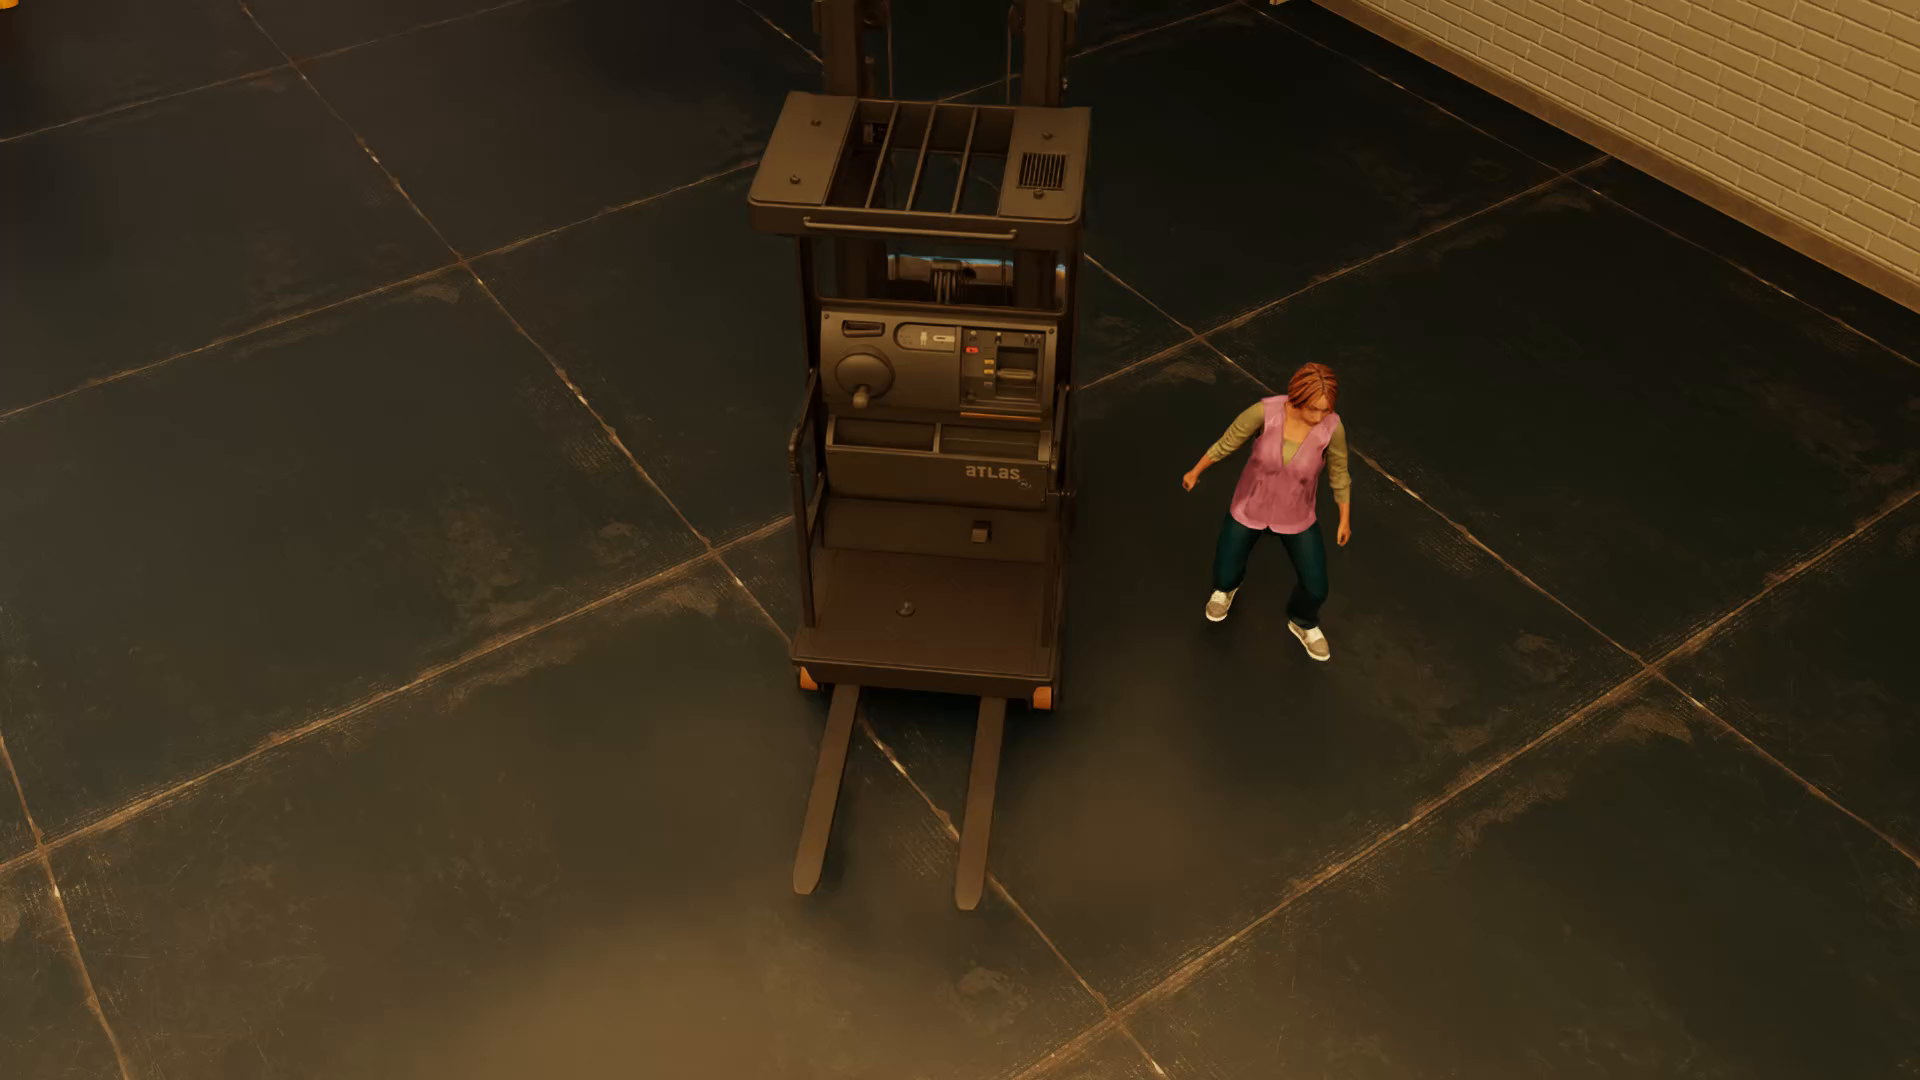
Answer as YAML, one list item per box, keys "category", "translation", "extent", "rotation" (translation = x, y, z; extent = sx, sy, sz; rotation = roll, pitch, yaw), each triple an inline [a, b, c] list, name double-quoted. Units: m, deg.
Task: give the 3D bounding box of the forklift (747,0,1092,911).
- category: "forklift"
  translation: [-0.108, -0.605, 6.372]
  extent: [1.130, 2.935, 3.031]
  rotation: [4, 43, 5]

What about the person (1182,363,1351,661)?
- category: "person"
  translation: [1.295, -0.175, 6.950]
  extent: [0.744, 1.530, 0.441]
  rotation: [10, 44, 11]
